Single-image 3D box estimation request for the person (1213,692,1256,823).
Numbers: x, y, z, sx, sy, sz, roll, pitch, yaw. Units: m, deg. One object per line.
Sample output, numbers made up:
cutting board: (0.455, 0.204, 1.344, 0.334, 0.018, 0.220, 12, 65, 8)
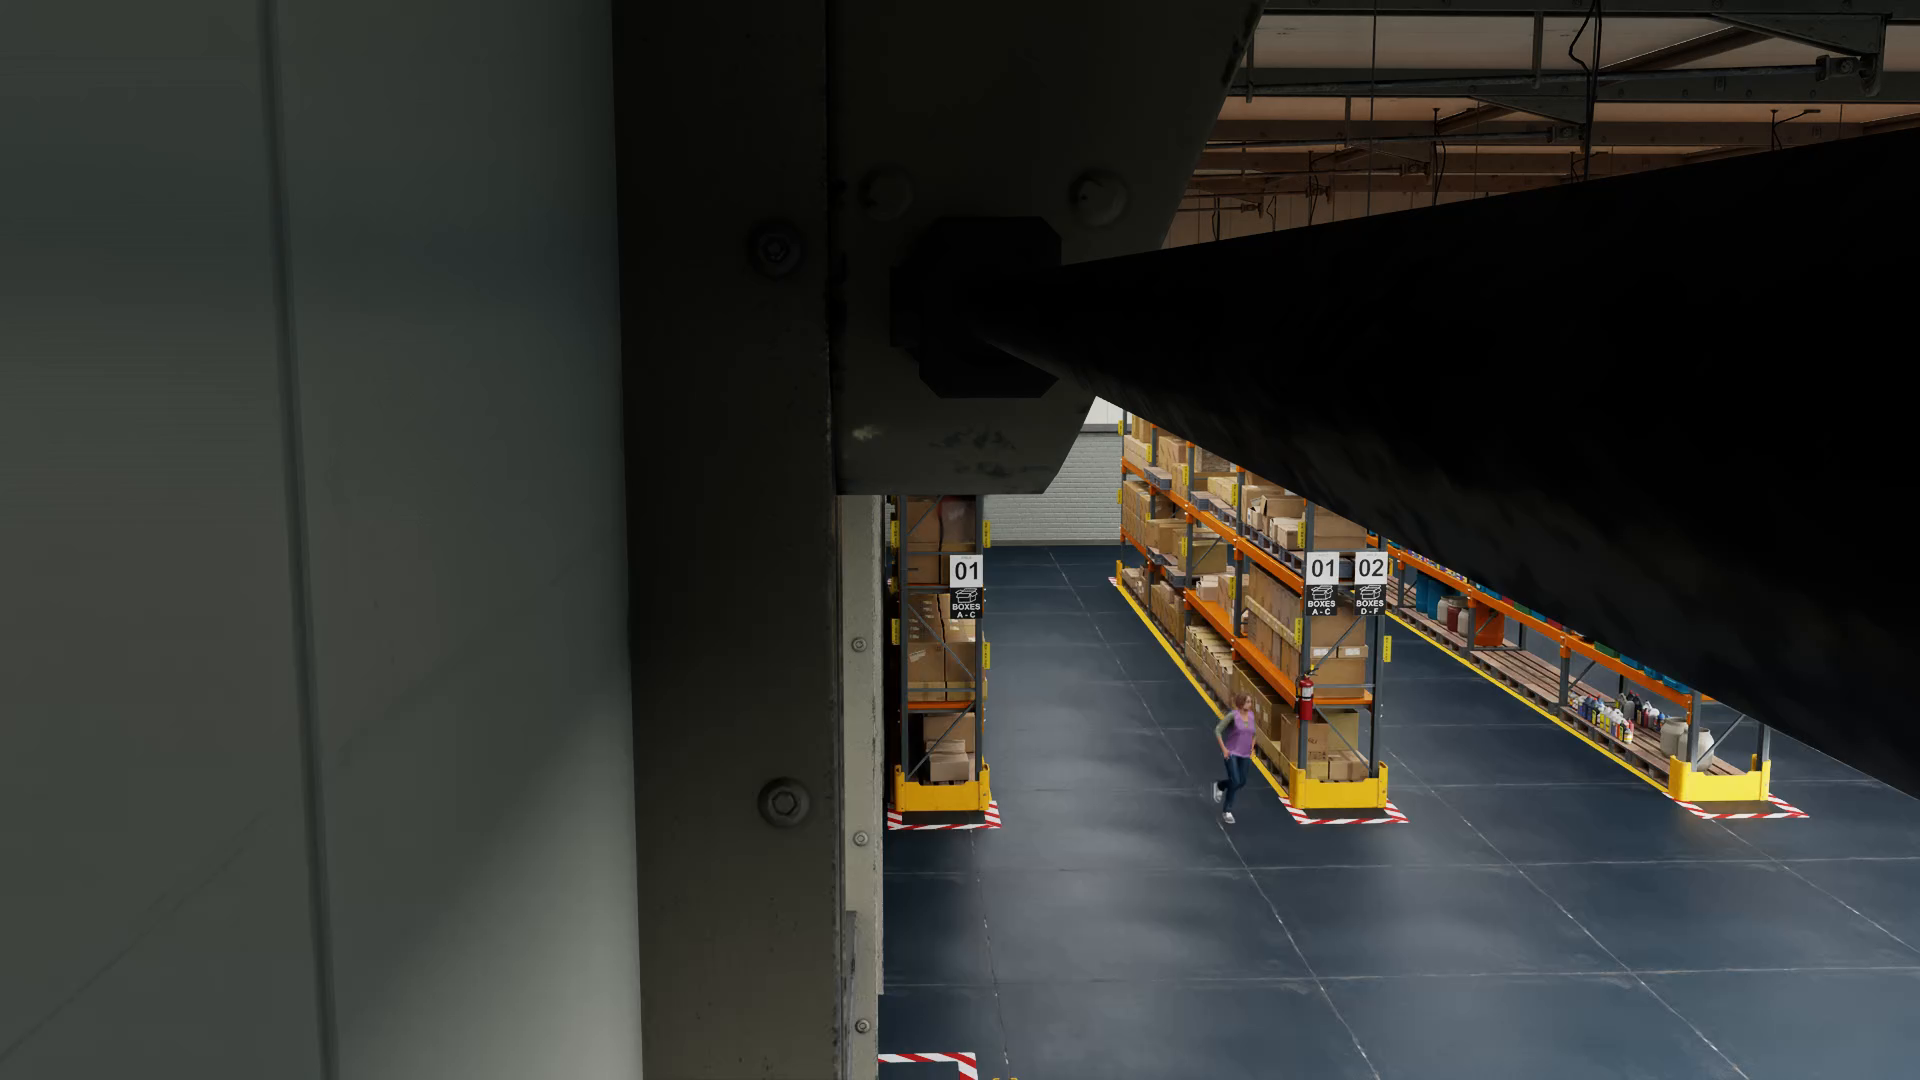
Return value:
person: (3.351, 2.609, 20.284, 0.582, 1.549, 0.615, -4, 9, -24)
